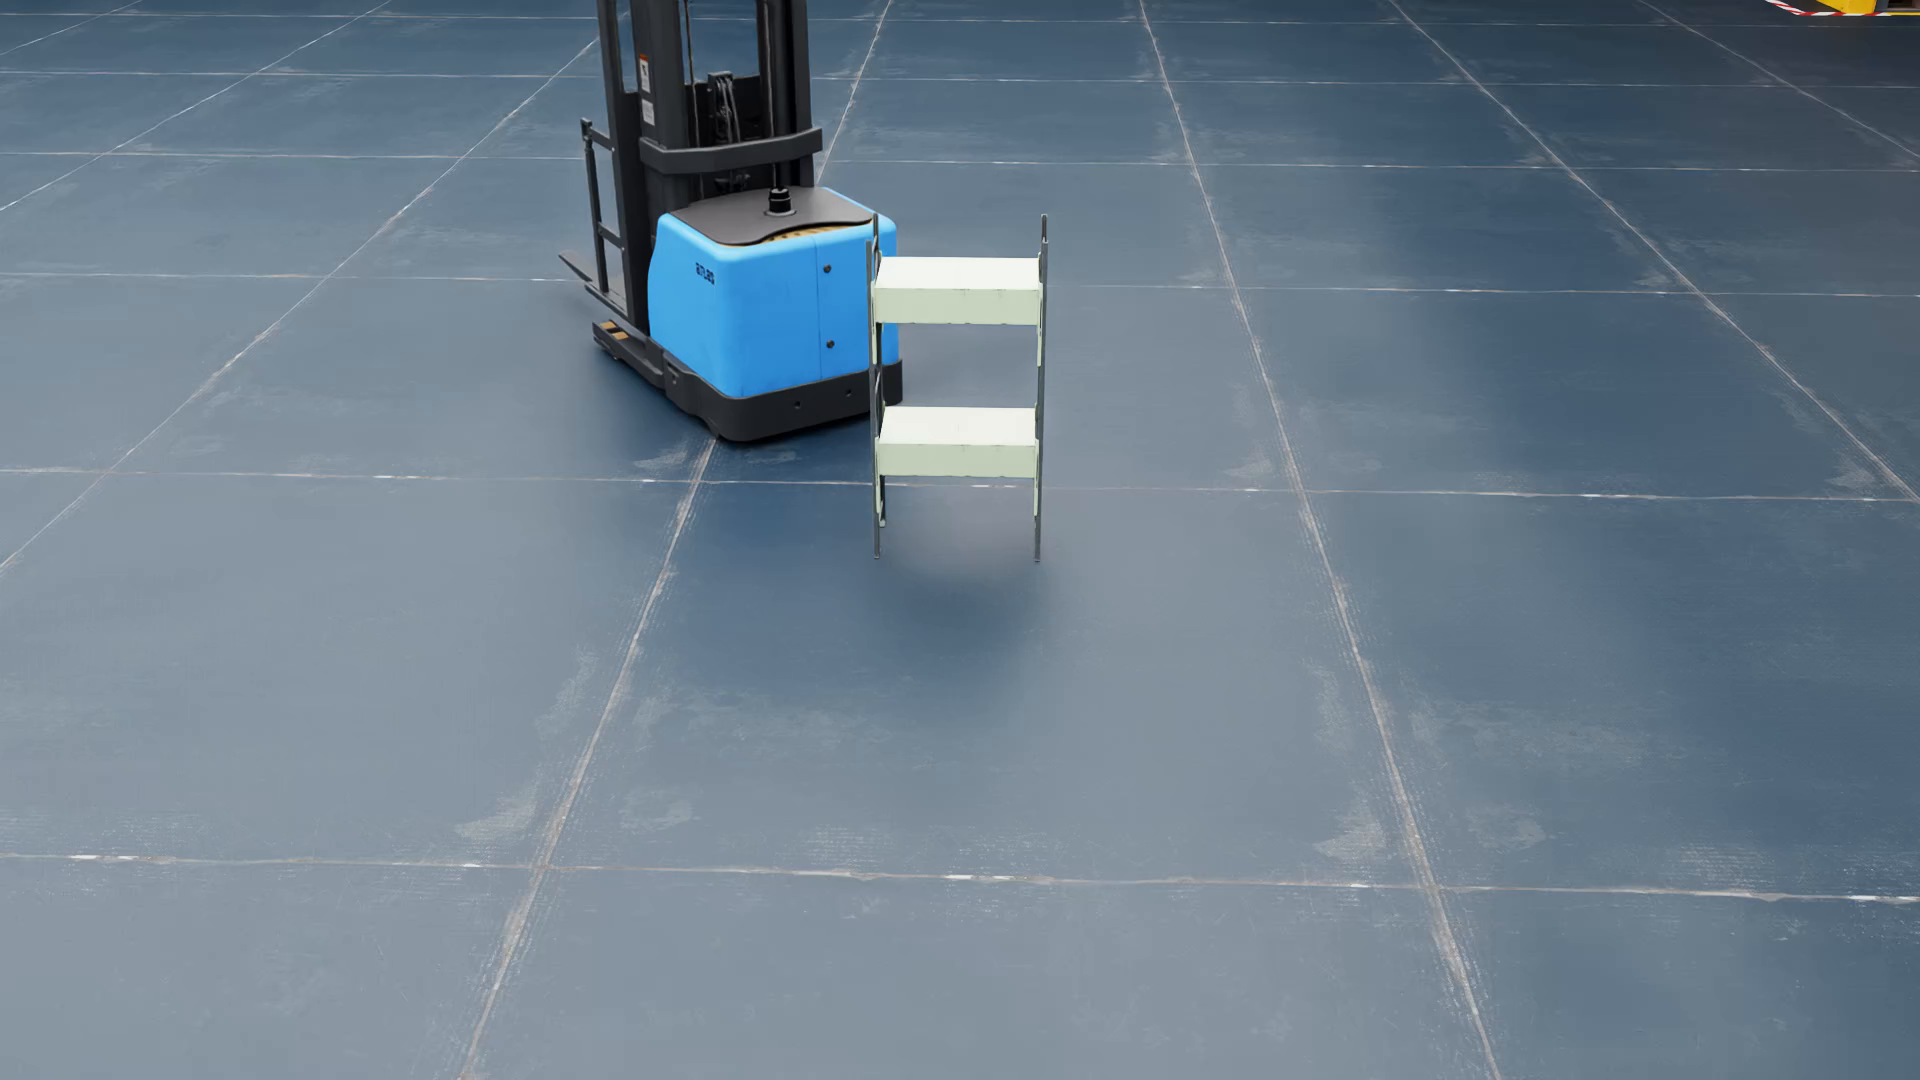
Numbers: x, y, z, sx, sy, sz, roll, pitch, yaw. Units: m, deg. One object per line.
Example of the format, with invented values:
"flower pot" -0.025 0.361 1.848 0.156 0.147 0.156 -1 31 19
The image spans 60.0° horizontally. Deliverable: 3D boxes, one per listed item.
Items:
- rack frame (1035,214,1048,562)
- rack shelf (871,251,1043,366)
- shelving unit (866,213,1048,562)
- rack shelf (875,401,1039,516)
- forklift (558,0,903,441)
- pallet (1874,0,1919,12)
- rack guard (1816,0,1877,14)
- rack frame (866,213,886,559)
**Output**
"rack frame" 0.359 -0.657 7.388 0.023 1.500 0.400 1 28 2
"rack shelf" -0.007 -1.008 7.216 0.720 0.370 0.431 1 28 2
"shelving unit" -0.007 -0.663 7.399 0.755 1.500 0.431 1 28 2
"rack shelf" -0.007 -0.375 7.552 0.720 0.370 0.431 1 28 2
"forklift" -1.520 -2.450 9.242 1.130 2.935 3.031 -16 32 -28
"pallet" 11.227 -6.462 19.715 1.213 0.211 1.003 1 28 2
"rack guard" 10.437 -6.583 19.635 0.348 0.500 1.175 1 28 2
"rack frame" -0.372 -0.669 7.410 0.023 1.500 0.400 1 28 2
